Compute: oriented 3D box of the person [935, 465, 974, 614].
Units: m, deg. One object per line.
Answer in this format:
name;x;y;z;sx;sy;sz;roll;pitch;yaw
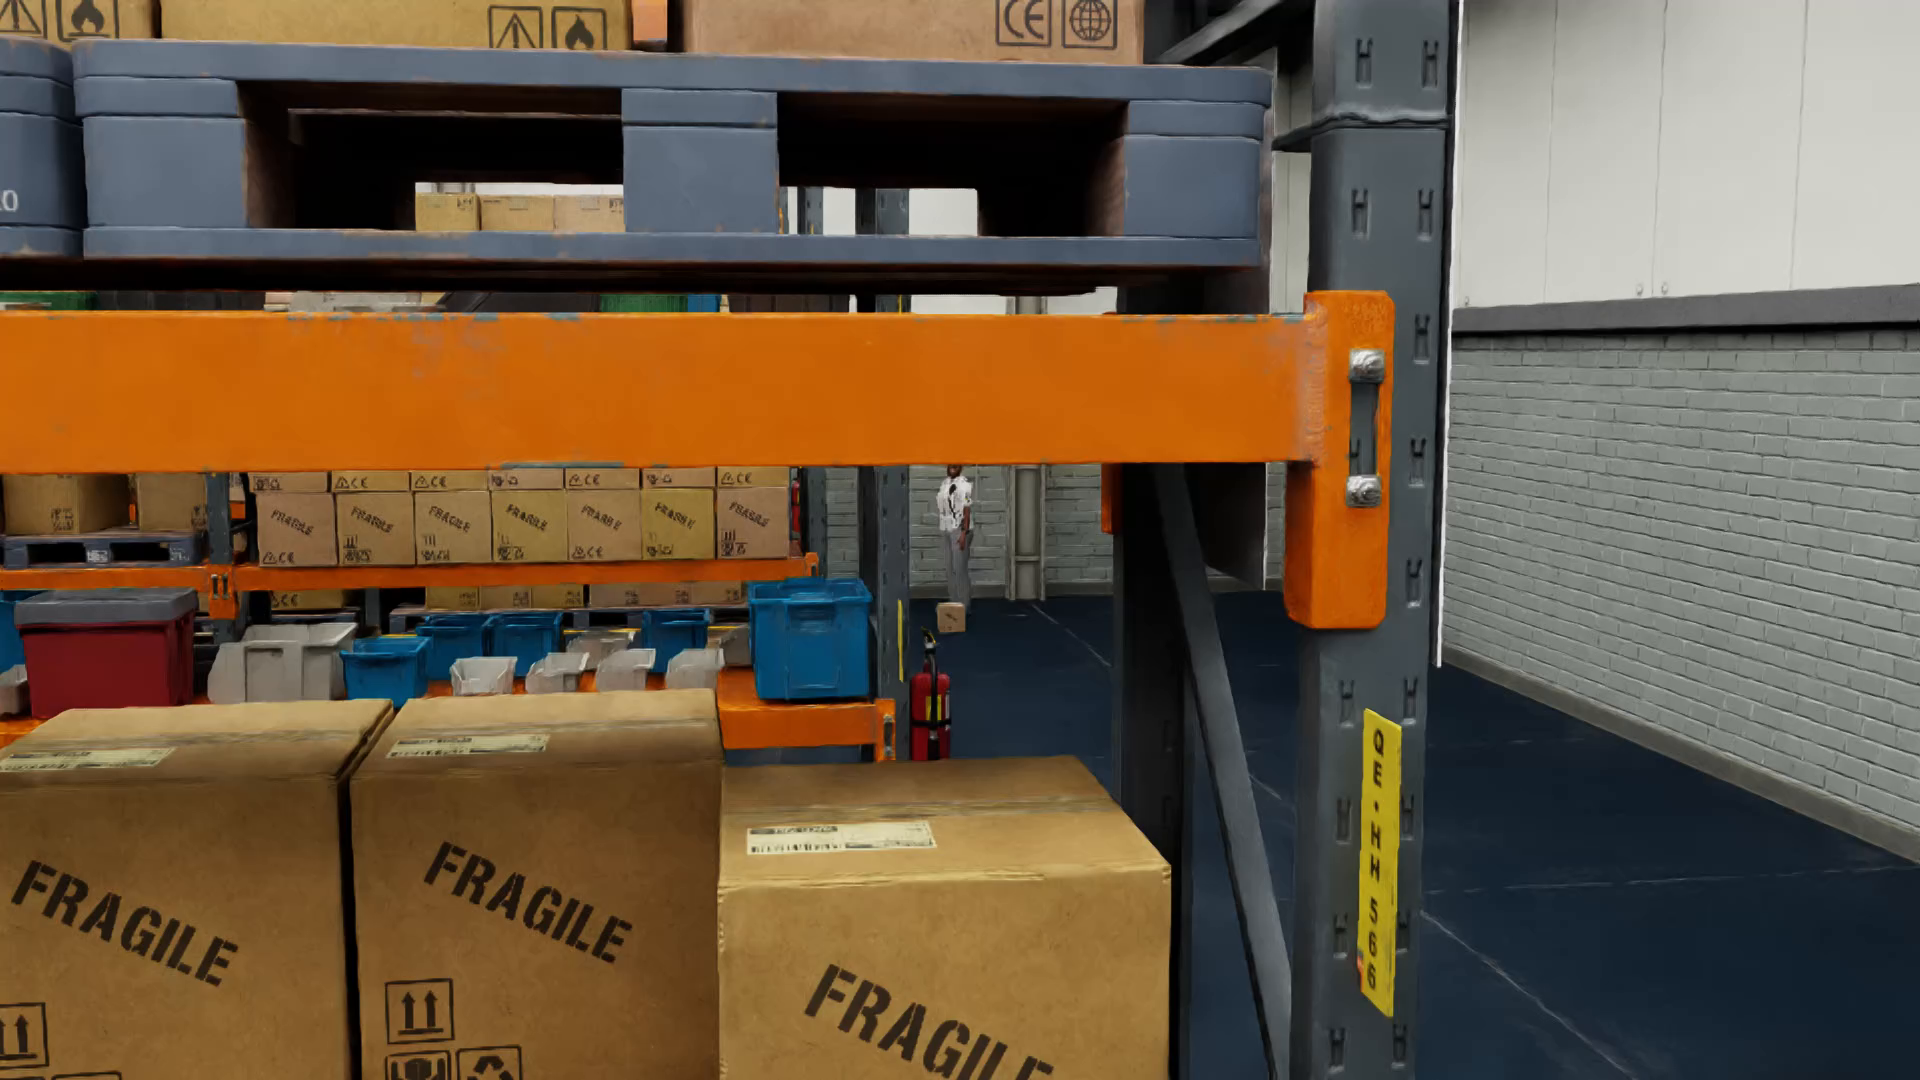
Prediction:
person;-4.418;0.537;11.366;14.169;1.822;5.272;-4;8;-34
